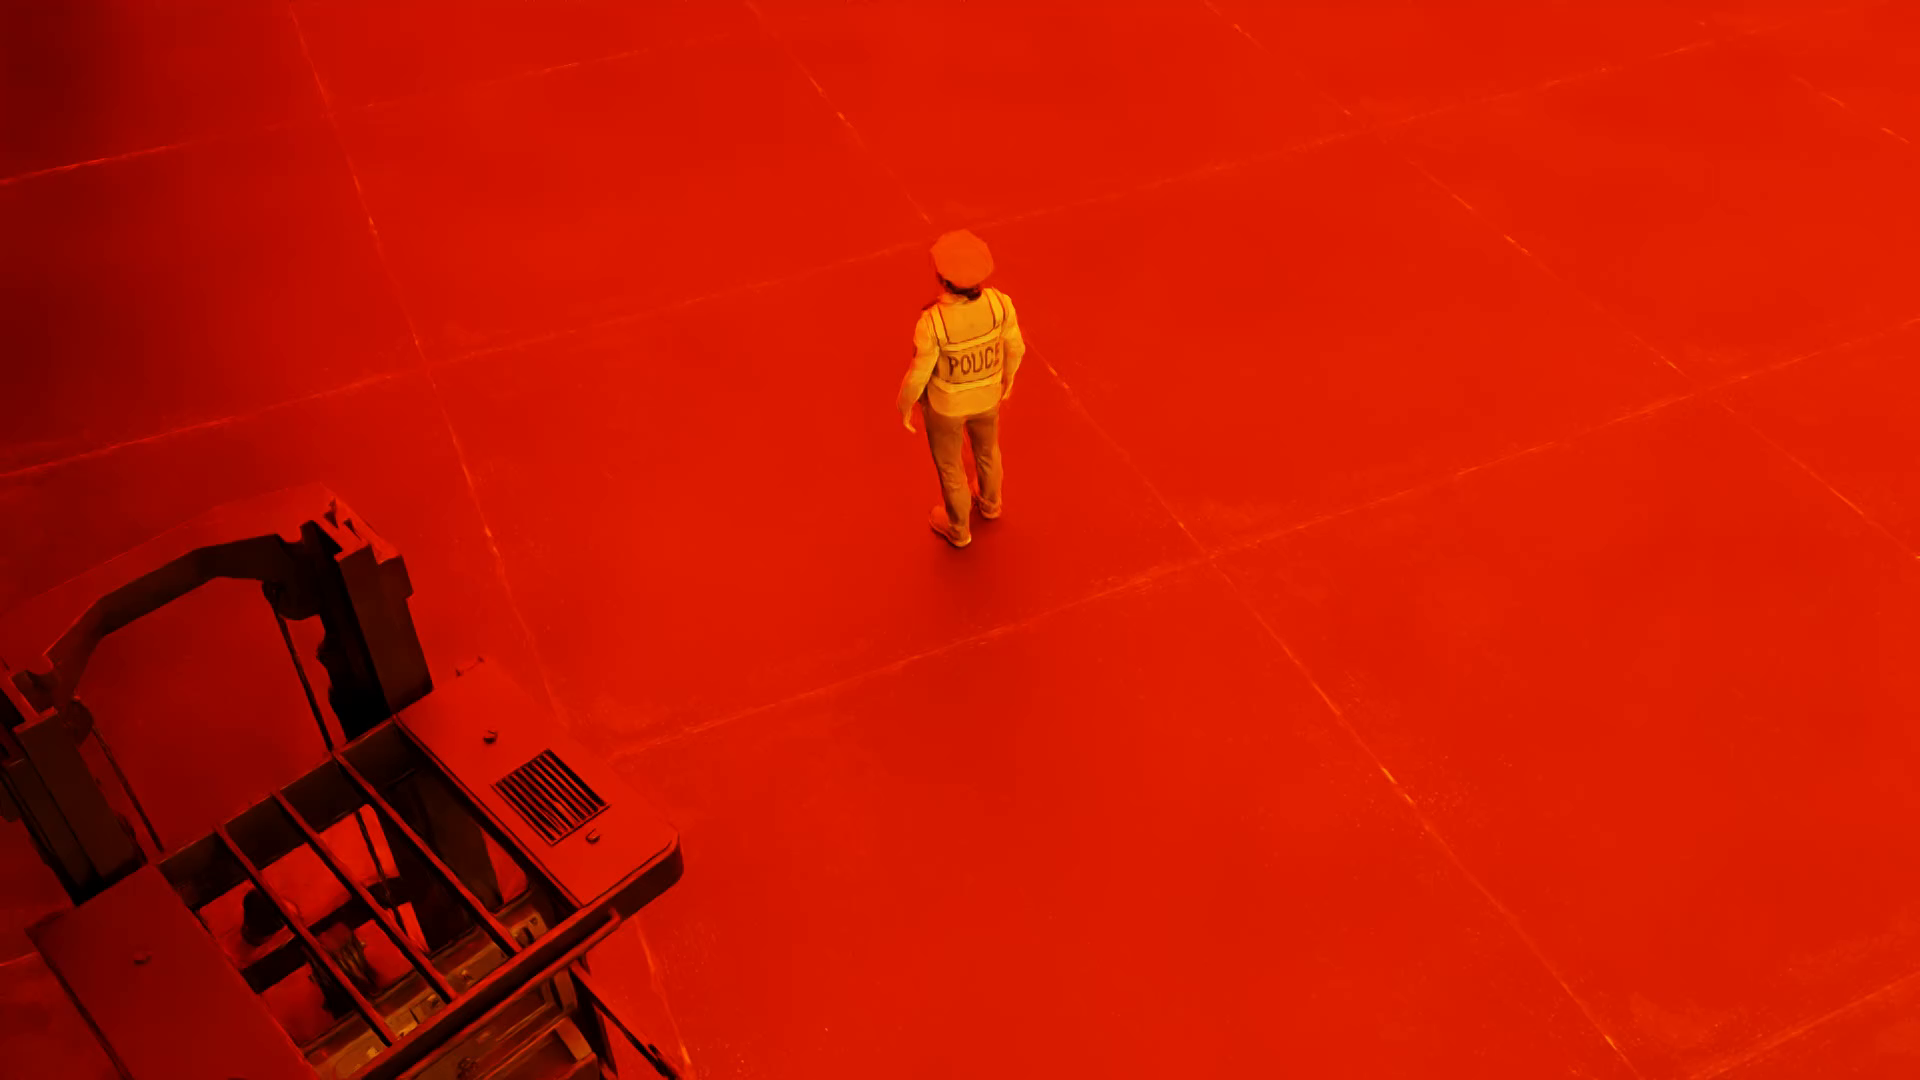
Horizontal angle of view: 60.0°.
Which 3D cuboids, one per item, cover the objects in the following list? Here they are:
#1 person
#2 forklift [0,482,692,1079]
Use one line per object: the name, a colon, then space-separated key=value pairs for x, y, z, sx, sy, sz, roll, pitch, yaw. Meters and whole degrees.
person: x=-0.022 y=-0.669 z=7.292 sx=0.586 sy=1.695 sz=0.532 roll=-18 pitch=46 yaw=-18
forklift: x=-1.281 y=1.419 z=4.159 sx=1.130 sy=2.935 sz=3.031 roll=-34 pitch=53 yaw=-31
